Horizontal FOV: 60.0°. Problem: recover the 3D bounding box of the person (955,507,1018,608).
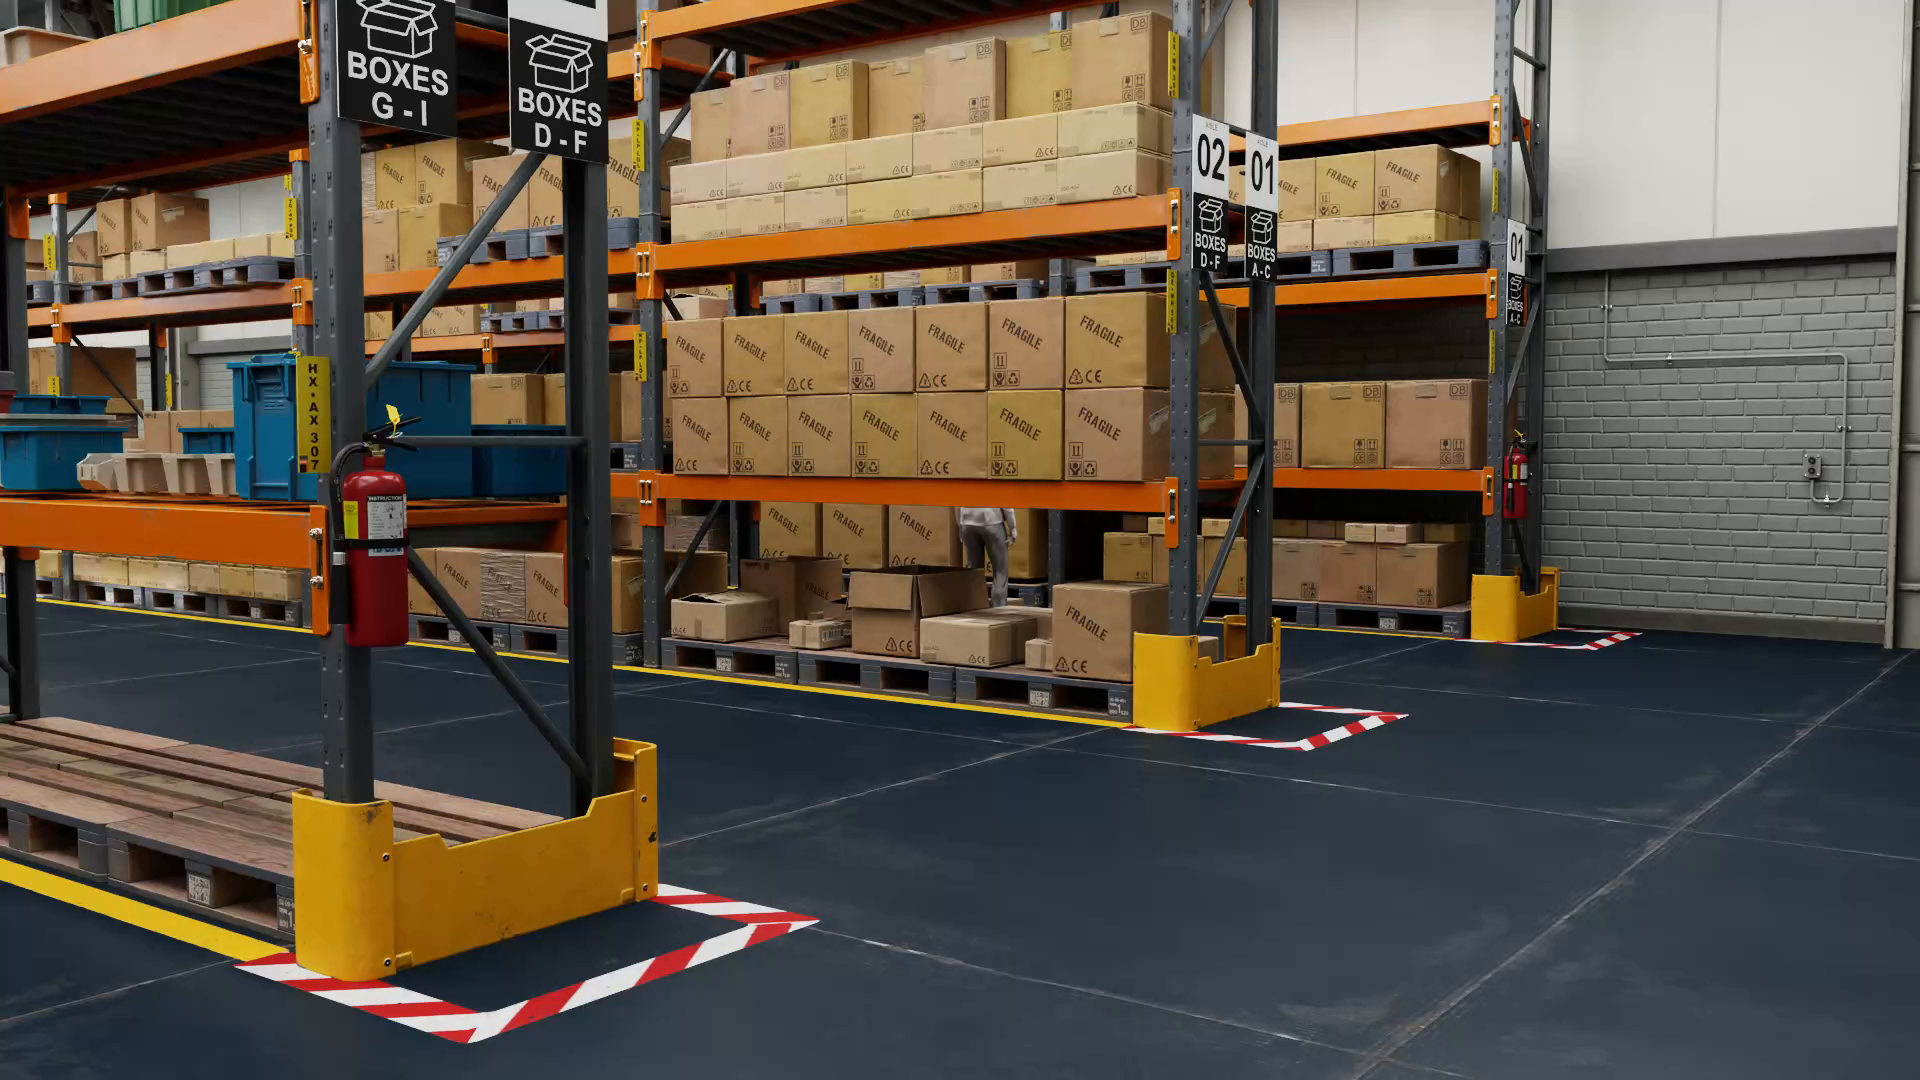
[{"bbox_3d":[0.203,-0.093,13.207,0.543,1.666,0.372,2,4,34],"label":"person"}]
